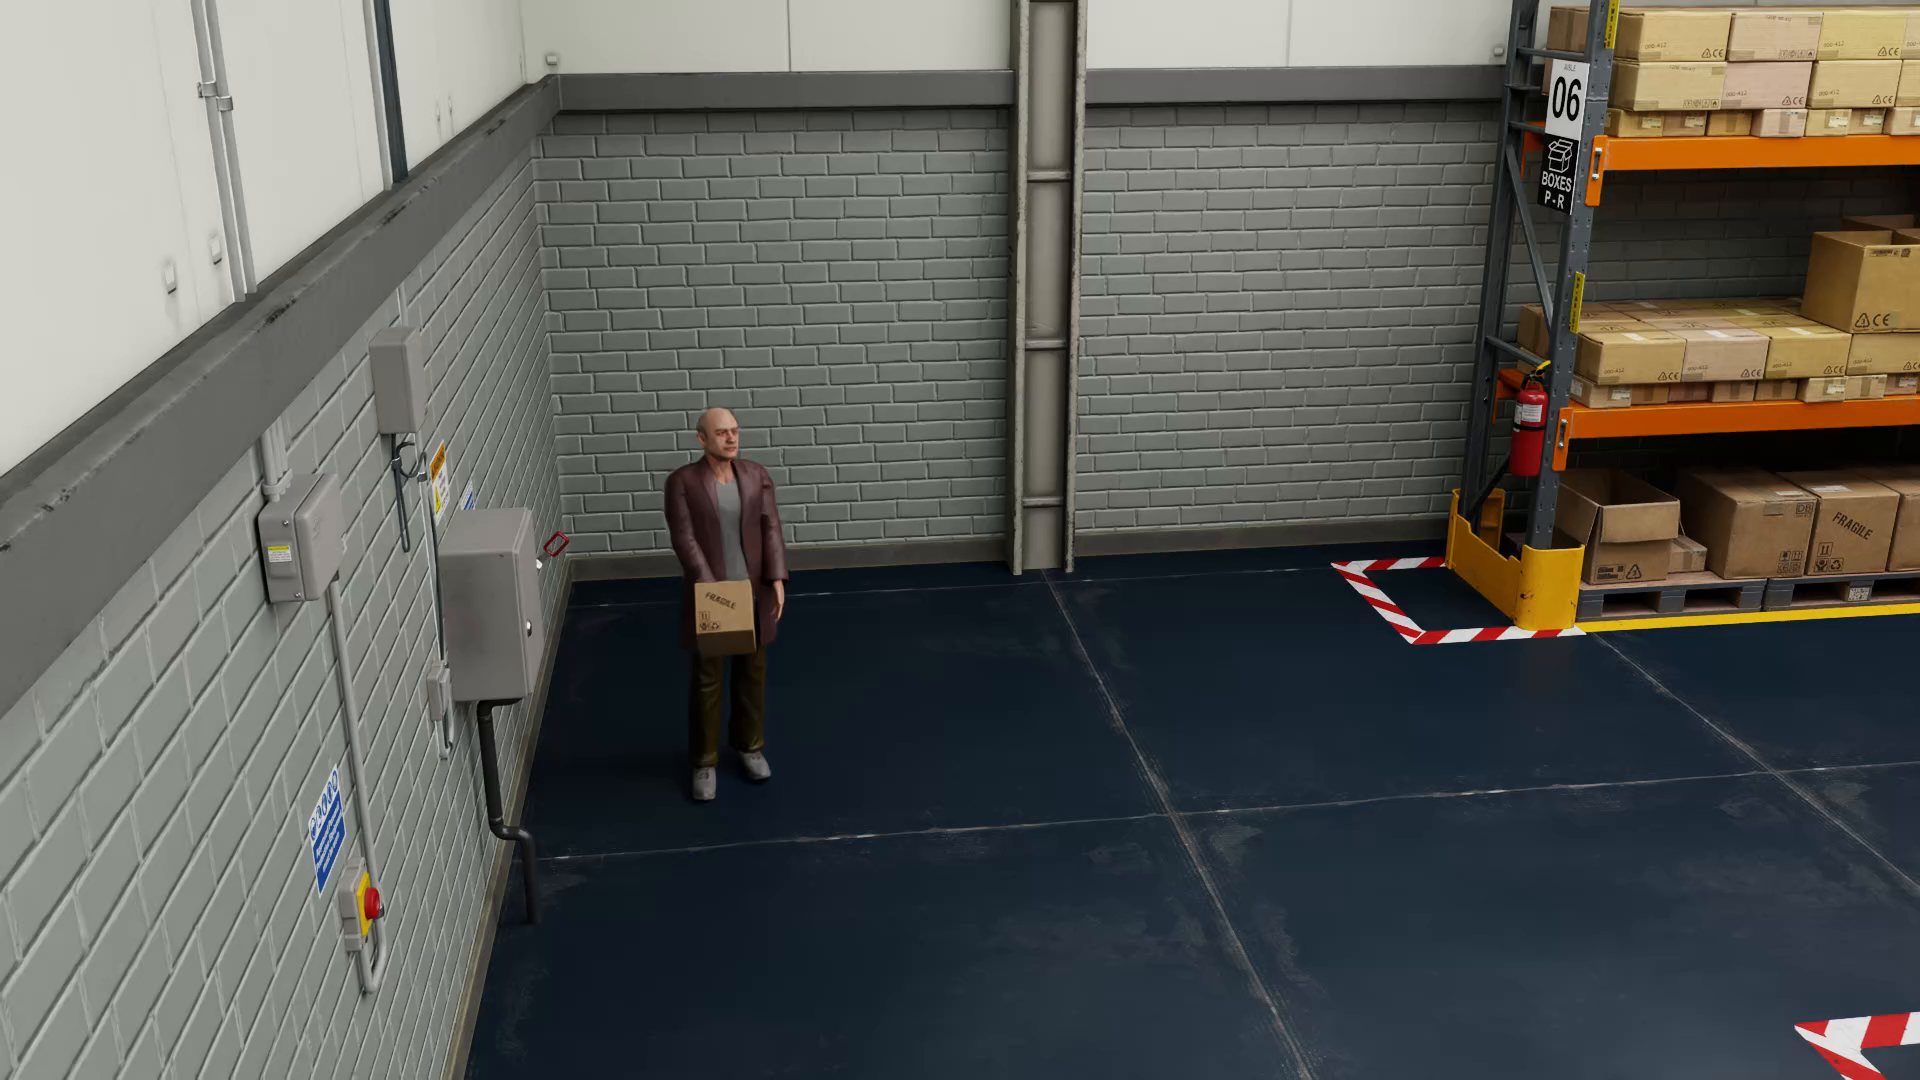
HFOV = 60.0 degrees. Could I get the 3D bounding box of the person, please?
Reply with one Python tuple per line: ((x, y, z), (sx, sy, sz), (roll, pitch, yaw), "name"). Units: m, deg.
((-1.077, 0.284, 7.787), (0.604, 1.780, 0.510), (-11, 23, -28), "person")
